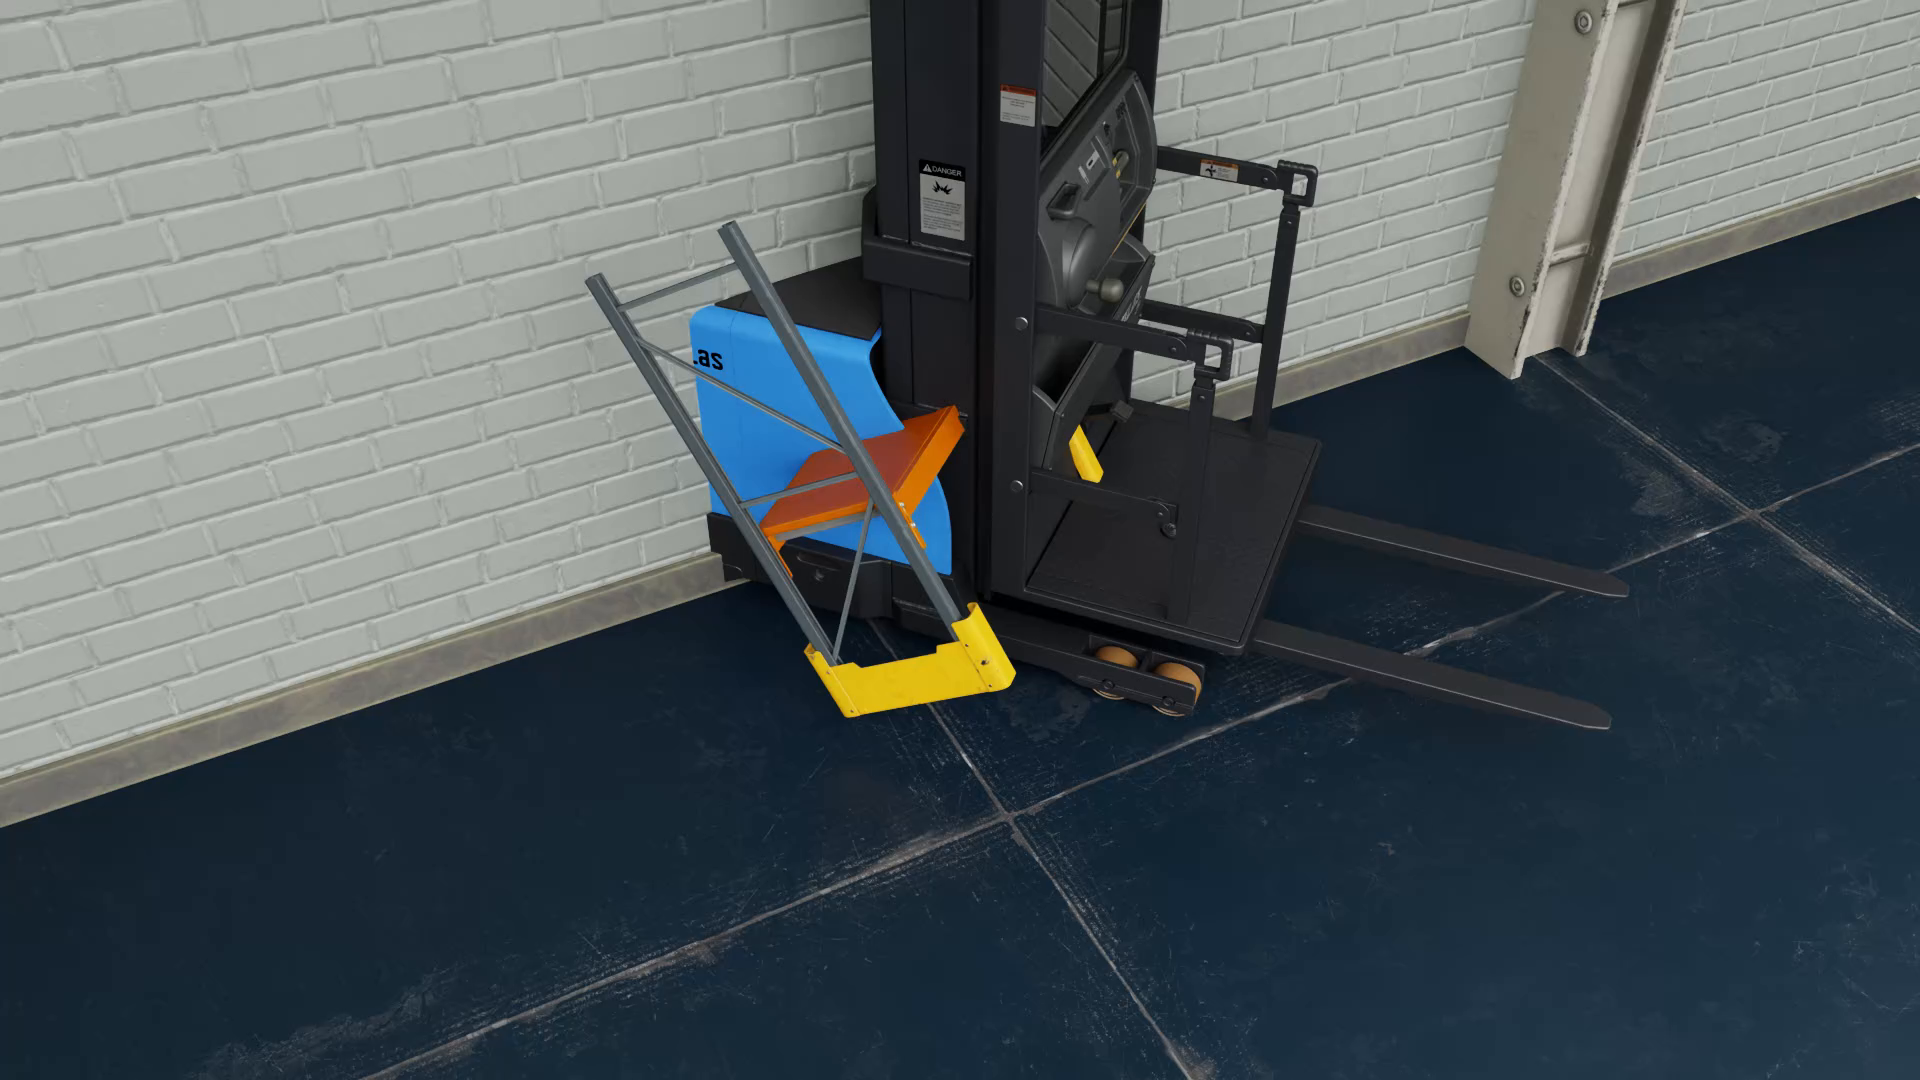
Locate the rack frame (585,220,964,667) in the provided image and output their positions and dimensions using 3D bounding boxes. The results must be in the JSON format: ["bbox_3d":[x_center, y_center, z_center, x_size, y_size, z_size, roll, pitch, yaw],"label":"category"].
[{"bbox_3d":[-0.434,-0.135,4.529,0.500,1.500,0.032,-13,29,31],"label":"rack frame"}]

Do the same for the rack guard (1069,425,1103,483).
[{"bbox_3d":[0.179,-0.217,5.549,0.587,0.250,0.087,-13,29,31],"label":"rack guard"}]

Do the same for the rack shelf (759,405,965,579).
[{"bbox_3d":[-0.186,-0.282,4.985,0.538,0.185,1.000,-13,29,31],"label":"rack shelf"}]

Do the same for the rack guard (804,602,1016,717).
[{"bbox_3d":[-0.149,0.352,4.800,0.587,0.250,0.087,-13,29,31],"label":"rack guard"}]

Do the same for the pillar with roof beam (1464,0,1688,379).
[{"bbox_3d":[4.240,-1.741,0.841,0.400,9.000,9.100,-19,44,-21],"label":"pillar with roof beam"}]

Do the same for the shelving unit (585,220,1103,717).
[{"bbox_3d":[-0.263,-0.430,4.918,0.587,1.500,1.083,-13,29,31],"label":"shelving unit"}]

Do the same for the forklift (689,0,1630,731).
[{"bbox_3d":[0.579,-0.969,4.626,3.031,2.935,1.130,14,42,16],"label":"forklift"}]
